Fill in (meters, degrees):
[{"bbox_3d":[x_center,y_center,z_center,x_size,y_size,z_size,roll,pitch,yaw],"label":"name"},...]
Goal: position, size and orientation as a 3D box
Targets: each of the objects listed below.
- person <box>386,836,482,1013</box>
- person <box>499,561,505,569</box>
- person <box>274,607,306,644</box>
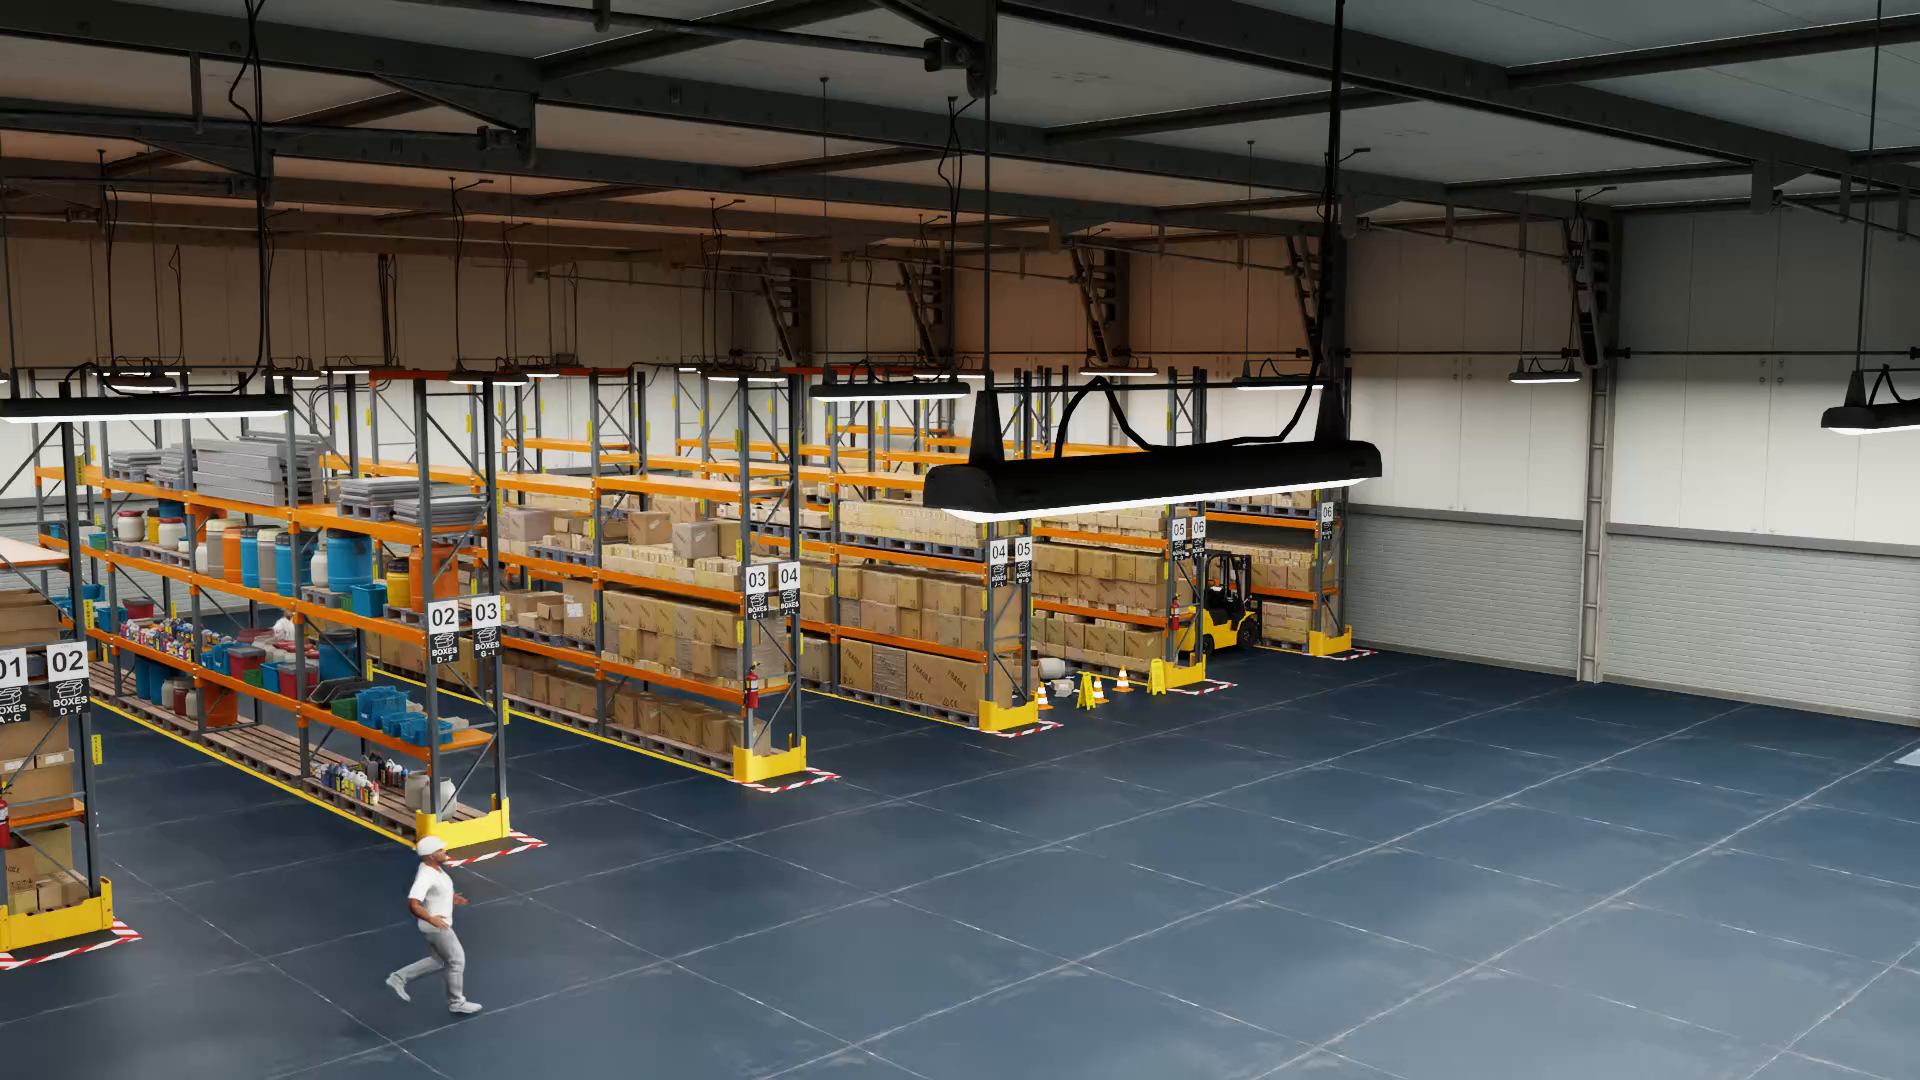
[{"bbox_3d":[-5.040,3.688,15.859,0.872,1.761,0.700,-2,7,-19],"label":"person"},{"bbox_3d":[-11.235,0.914,40.352,0.841,1.739,0.721,-5,8,-35],"label":"person"},{"bbox_3d":[-12.286,2.021,30.677,0.614,1.746,0.674,5,8,35],"label":"person"}]
